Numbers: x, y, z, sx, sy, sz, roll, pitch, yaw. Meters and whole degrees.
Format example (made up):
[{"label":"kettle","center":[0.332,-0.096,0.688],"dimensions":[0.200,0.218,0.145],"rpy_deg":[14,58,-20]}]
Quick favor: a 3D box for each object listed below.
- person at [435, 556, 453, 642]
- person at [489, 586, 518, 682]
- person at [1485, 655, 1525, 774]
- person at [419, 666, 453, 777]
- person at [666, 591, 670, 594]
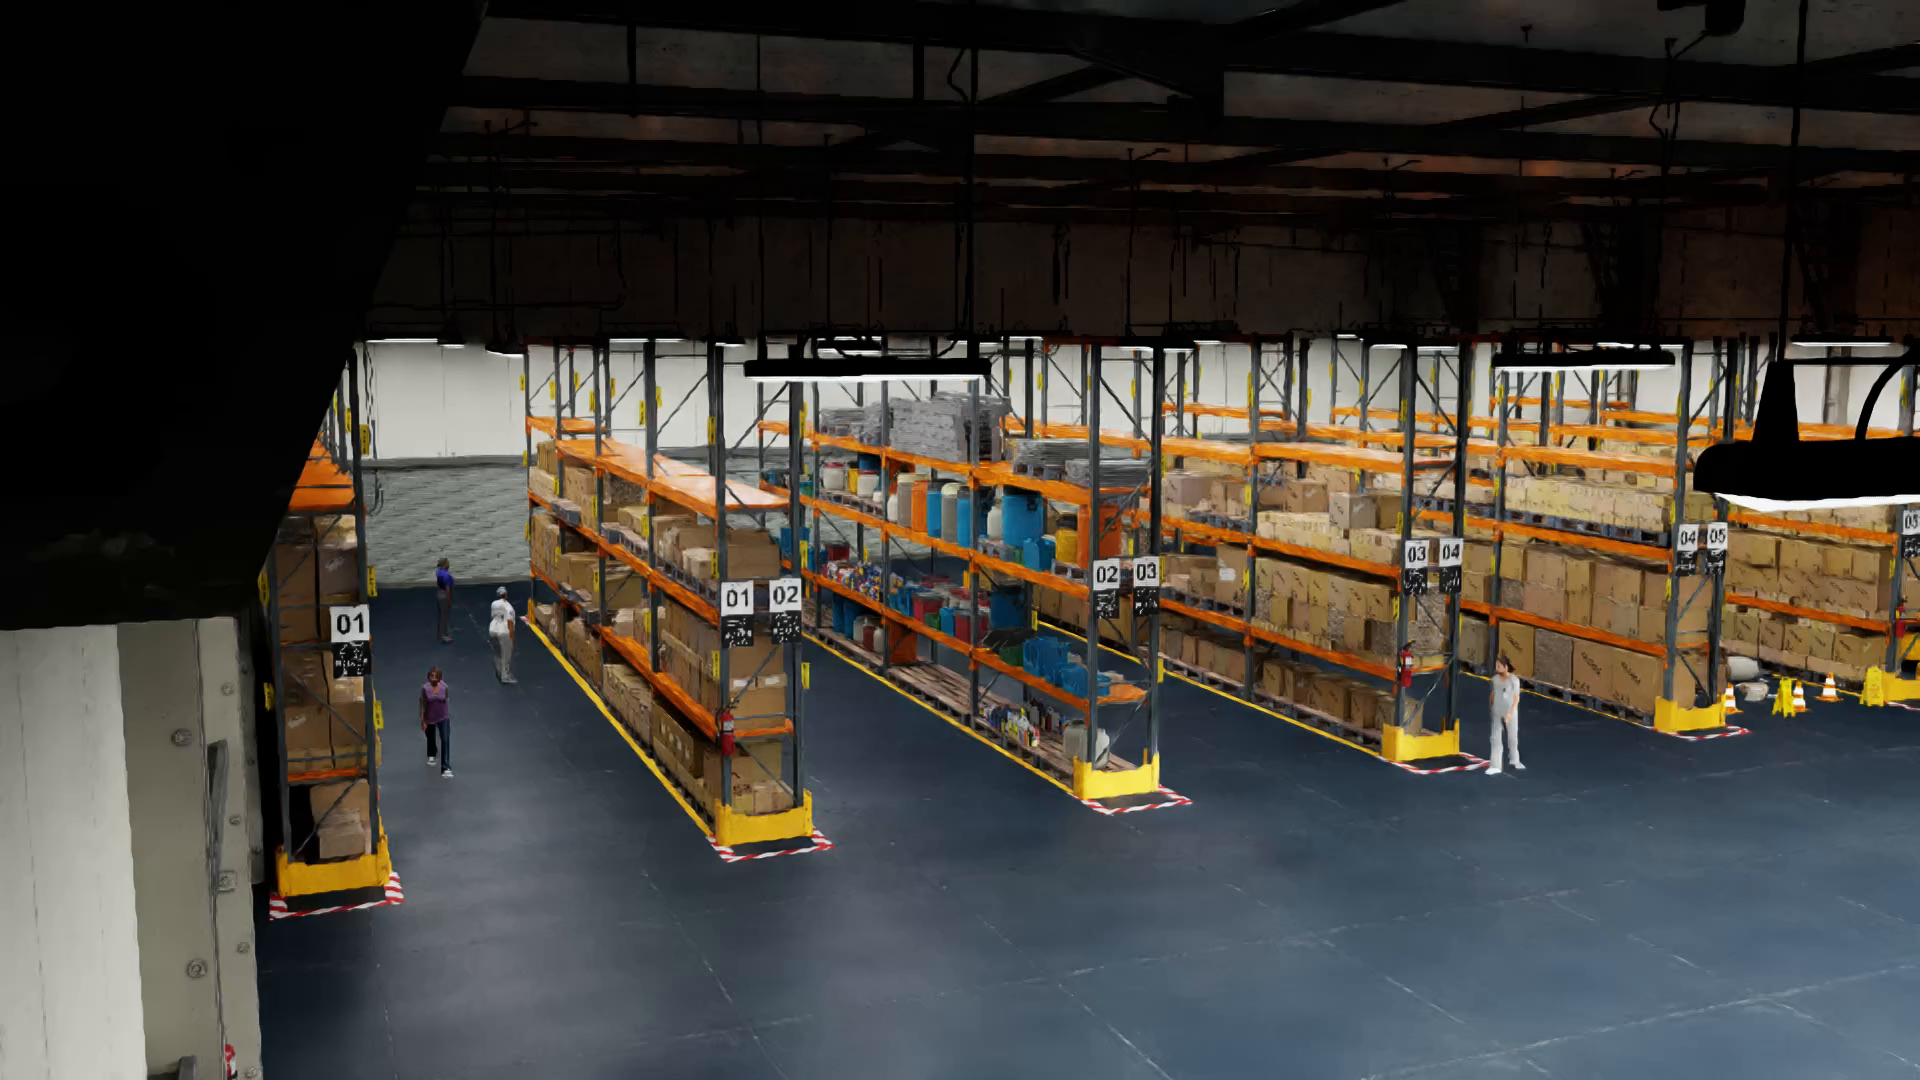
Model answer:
[{"label":"person","center":[-10.153,1.143,32.764],"dimensions":[0.373,1.656,0.584],"rpy_deg":[-5,9,-34]},{"label":"person","center":[-7.973,1.637,29.085],"dimensions":[0.533,1.671,0.449],"rpy_deg":[6,10,37]},{"label":"person","center":[7.634,2.438,23.264],"dimensions":[0.485,1.641,0.701],"rpy_deg":[6,10,38]},{"label":"person","center":[-7.316,2.493,23.181],"dimensions":[0.417,1.517,1.032],"rpy_deg":[-3,8,-20]},{"label":"person","center":[-6.412,0.719,35.791],"dimensions":[0.566,1.704,1.122],"rpy_deg":[-3,8,-20]}]
